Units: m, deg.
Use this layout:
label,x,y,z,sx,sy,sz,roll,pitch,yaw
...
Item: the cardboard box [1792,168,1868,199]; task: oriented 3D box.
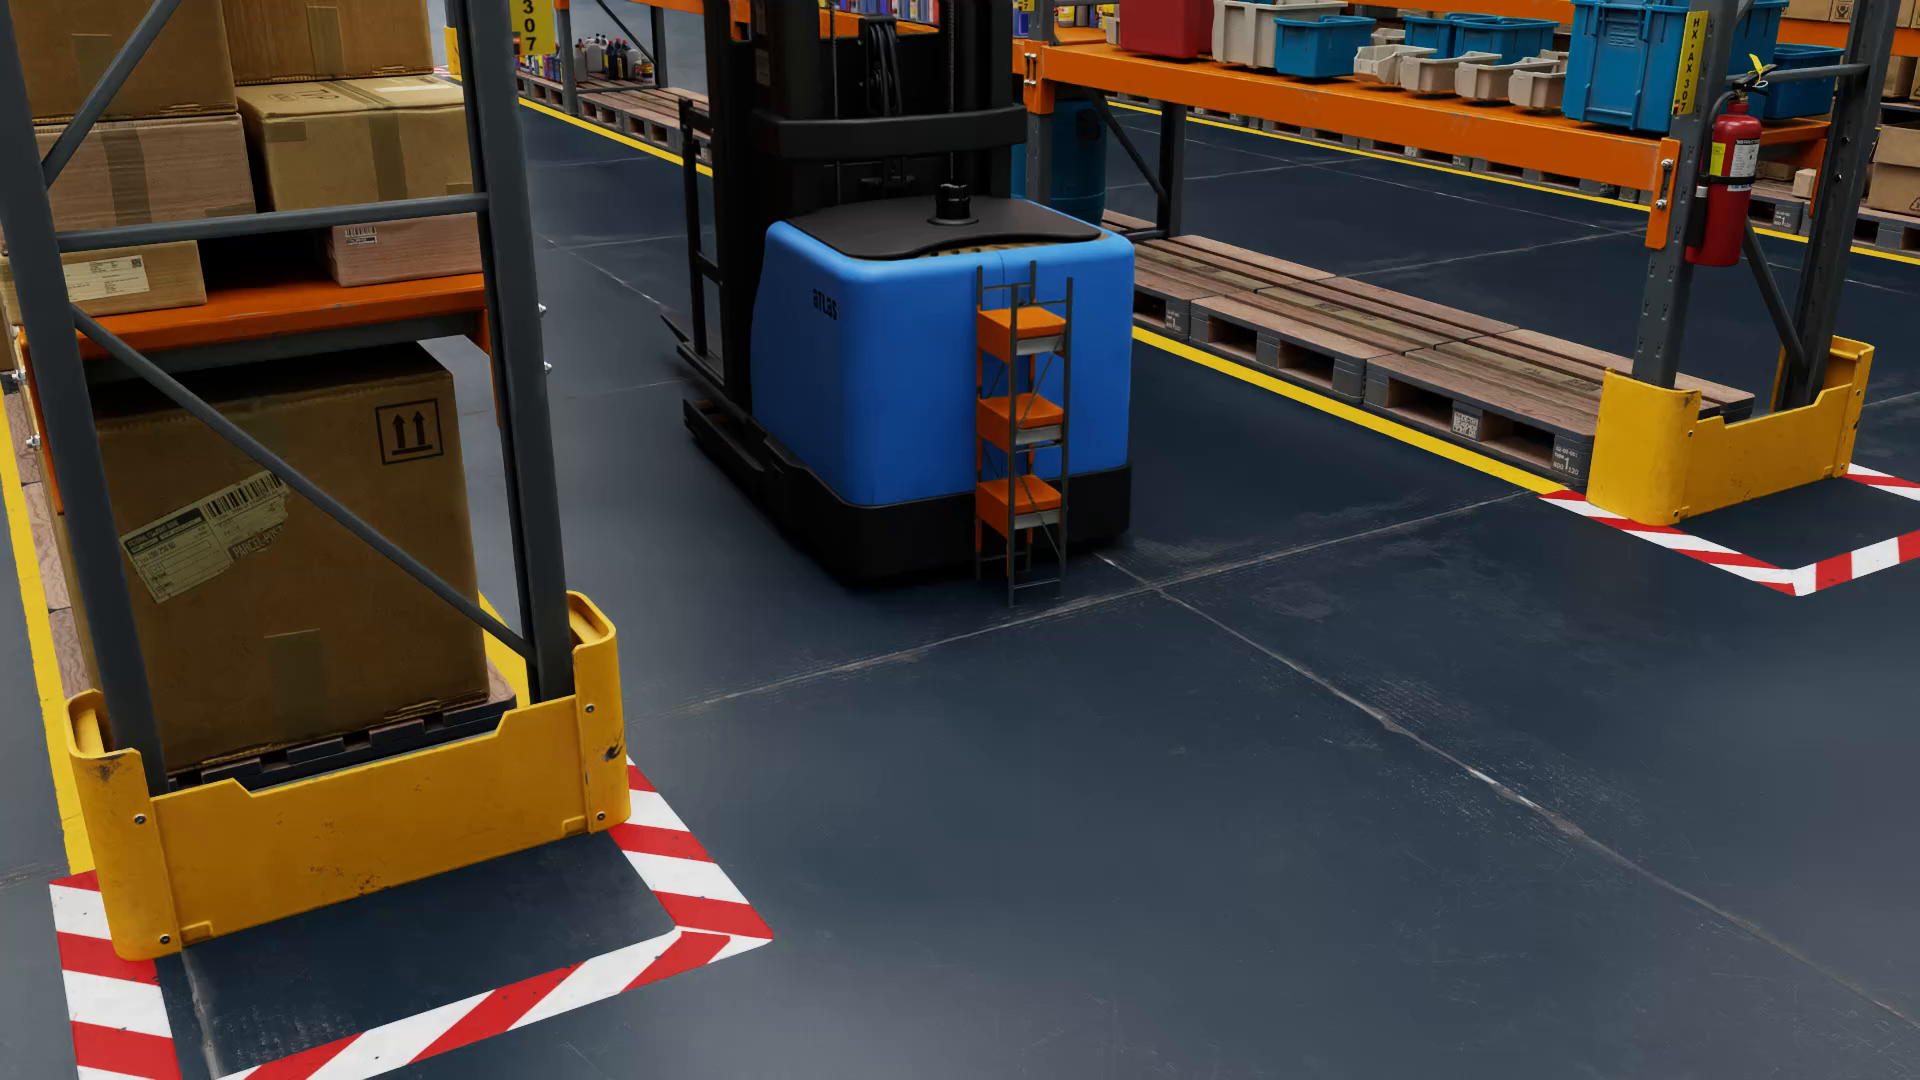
label,x,y,z,sx,sy,sz,roll,pitch,yaw
cardboard box,5.559,-2.283,10.624,0.380,0.166,0.250,-13,25,-28

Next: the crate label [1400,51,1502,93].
label,x,y,z,sx,sy,sz,roll,pitch,yaw
crate label,1.992,-1.918,6.817,0.396,0.136,0.243,-13,25,-28

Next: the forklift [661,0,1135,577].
label,x,y,z,sx,sy,sz,roll,pitch,yaw
forklift,-0.483,-1.760,6.249,1.130,2.935,3.031,-10,24,-22

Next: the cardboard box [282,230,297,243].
label,x,y,z,sx,sy,sz,roll,pitch,yaw
cardboard box,-1.556,-0.876,4.317,0.380,0.149,0.250,-13,26,-29

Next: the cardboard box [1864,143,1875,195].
label,x,y,z,sx,sy,sz,roll,pitch,yaw
cardboard box,5.998,-2.433,10.801,0.500,0.311,0.500,-13,25,-28

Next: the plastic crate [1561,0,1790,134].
label,x,y,z,sx,sy,sz,roll,pitch,yaw
plastic crate,2.531,-1.718,5.928,0.616,0.435,0.499,-13,25,-28

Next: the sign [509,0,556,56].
label,x,y,z,sx,sy,sz,roll,pitch,yaw
sign,-0.915,-1.191,3.504,0.100,0.325,0.005,-13,25,-28

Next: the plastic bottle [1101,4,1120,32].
label,x,y,z,sx,sy,sz,roll,pitch,yaw
plastic bottle,0.898,-3.063,9.428,0.144,0.351,0.185,-13,25,-28

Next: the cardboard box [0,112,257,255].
label,x,y,z,sx,sy,sz,roll,pitch,yaw
cardboard box,-1.871,-0.823,3.656,0.500,0.250,0.500,-13,26,-29

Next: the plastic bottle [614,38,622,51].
label,x,y,z,sx,sy,sz,roll,pitch,yaw
plastic bottle,-3.419,-4.865,16.730,0.144,0.351,0.185,-14,26,-30

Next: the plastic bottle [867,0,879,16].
label,x,y,z,sx,sy,sz,roll,pitch,yaw
plastic bottle,-0.494,-3.464,10.417,0.144,0.351,0.185,-13,25,-28

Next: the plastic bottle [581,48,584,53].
label,x,y,z,sx,sy,sz,roll,pitch,yaw
plastic bottle,-3.917,-5.016,17.301,0.097,0.201,0.097,0,22,0

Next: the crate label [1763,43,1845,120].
label,x,y,z,sx,sy,sz,roll,pitch,yaw
crate label,3.020,-1.695,6.140,0.416,0.233,0.303,-13,25,-28

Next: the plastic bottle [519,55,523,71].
label,x,y,z,sx,sy,sz,roll,pitch,yaw
plastic bottle,-4.477,-4.963,17.077,0.097,0.271,0.097,0,22,0

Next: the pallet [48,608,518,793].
label,x,y,z,sx,sy,sz,roll,pitch,yaw
pallet,-1.871,0.399,4.548,1.003,0.211,1.213,-13,25,-28

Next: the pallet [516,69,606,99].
label,x,y,z,sx,sy,sz,roll,pitch,yaw
pallet,-4.202,-4.815,17.377,1.003,0.211,1.213,-13,25,-28

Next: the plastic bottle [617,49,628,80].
label,x,y,z,sx,sy,sz,roll,pitch,yaw
plastic bottle,-3.333,-4.697,16.408,0.061,0.283,0.133,-13,25,-28

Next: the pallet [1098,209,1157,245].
label,x,y,z,sx,sy,sz,roll,pitch,yaw
pallet,0.461,-1.862,10.112,1.003,0.211,1.213,-13,25,-28

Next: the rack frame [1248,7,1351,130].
label,x,y,z,sx,sy,sz,roll,pitch,yaw
rack frame,3.036,-5.142,14.480,1.000,3.000,0.127,-13,25,-28

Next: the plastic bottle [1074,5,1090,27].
label,x,y,z,sx,sy,sz,roll,pitch,yaw
plastic bottle,0.724,-3.180,9.817,0.152,0.276,0.135,-13,25,-28

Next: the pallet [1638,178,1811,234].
label,x,y,z,sx,sy,sz,roll,pitch,yaw
pallet,5.430,-2.333,11.272,1.003,0.211,1.213,-13,25,-28

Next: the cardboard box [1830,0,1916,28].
label,x,y,z,sx,sy,sz,roll,pitch,yaw
cardboard box,5.624,-3.349,9.935,0.500,0.500,0.500,-13,25,-29

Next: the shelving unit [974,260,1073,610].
label,x,y,z,sx,sy,sz,roll,pitch,yaw
shelving unit,0.194,-0.324,5.215,0.215,1.050,0.252,-10,24,-22

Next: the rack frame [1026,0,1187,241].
label,x,y,z,sx,sy,sz,roll,pitch,yaw
rack frame,0.819,-2.896,8.953,1.000,3.000,0.127,-13,25,-28

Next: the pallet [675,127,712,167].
label,x,y,z,sx,sy,sz,roll,pitch,yaw
pallet,-1.586,-3.157,13.299,1.003,0.211,1.213,-13,25,-28

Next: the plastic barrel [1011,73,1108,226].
label,x,y,z,sx,sy,sz,roll,pitch,yaw
plastic barrel,0.556,-2.298,9.710,0.600,0.901,0.708,-13,25,-28

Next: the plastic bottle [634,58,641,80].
label,x,y,z,sx,sy,sz,roll,pitch,yaw
plastic bottle,-3.157,-4.647,16.392,0.097,0.201,0.097,0,22,0

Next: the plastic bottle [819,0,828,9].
label,x,y,z,sx,sy,sz,roll,pitch,yaw
plastic bottle,-0.897,-3.658,10.983,0.061,0.283,0.133,-13,25,-28

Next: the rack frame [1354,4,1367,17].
label,x,y,z,sx,sy,sz,roll,pitch,yaw
rack frame,5.250,-7.391,20.013,1.000,3.000,0.127,-13,25,-28

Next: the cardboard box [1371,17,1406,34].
label,x,y,z,sx,sy,sz,roll,pitch,yaw
cardboard box,3.748,-4.261,14.050,0.500,0.250,0.500,-12,25,-26

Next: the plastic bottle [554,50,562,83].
label,x,y,z,sx,sy,sz,roll,pitch,yaw
plastic bottle,-3.844,-4.615,16.117,0.144,0.351,0.185,-13,26,-30

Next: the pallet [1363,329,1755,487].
label,x,y,z,sx,sy,sz,roll,pitch,yaw
pallet,2.475,-0.584,6.968,1.003,0.211,1.213,-13,25,-28

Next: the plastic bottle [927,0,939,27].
label,x,y,z,sx,sy,sz,roll,pitch,yaw
plastic bottle,-0.104,-3.186,9.830,0.152,0.276,0.135,-13,25,-28

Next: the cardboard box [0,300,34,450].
label,x,y,z,sx,sy,sz,roll,pitch,yaw
cardboard box,-3.170,-0.925,6.367,0.875,0.875,0.875,-13,25,-28

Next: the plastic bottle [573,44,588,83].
label,x,y,z,sx,sy,sz,roll,pitch,yaw
plastic bottle,-3.720,-4.643,16.185,0.144,0.351,0.185,-13,25,-28

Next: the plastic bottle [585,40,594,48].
label,x,y,z,sx,sy,sz,roll,pitch,yaw
plastic bottle,-3.819,-5.081,17.361,0.152,0.276,0.135,-13,26,-30

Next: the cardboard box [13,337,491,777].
label,x,y,z,sx,sy,sz,roll,pitch,yaw
cardboard box,-1.791,-0.051,4.216,0.875,0.875,0.875,-13,25,-28

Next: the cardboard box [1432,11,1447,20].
label,x,y,z,sx,sy,sz,roll,pitch,yaw
cardboard box,5.947,-6.044,19.434,0.700,0.500,0.500,-13,26,-29

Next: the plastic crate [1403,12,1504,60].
label,x,y,z,sx,sy,sz,roll,pitch,yaw
plastic crate,2.194,-2.218,7.428,0.416,0.233,0.300,-13,25,-28

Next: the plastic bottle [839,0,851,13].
label,x,y,z,sx,sy,sz,roll,pitch,yaw
plastic bottle,-0.730,-3.552,10.721,0.061,0.283,0.133,-13,25,-28

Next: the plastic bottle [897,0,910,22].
label,x,y,z,sx,sy,sz,roll,pitch,yaw
plastic bottle,-0.291,-3.304,10.122,0.152,0.276,0.135,-13,25,-28

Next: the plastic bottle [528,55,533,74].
label,x,y,z,sx,sy,sz,roll,pitch,yaw
plastic bottle,-4.322,-4.865,16.836,0.097,0.271,0.097,0,22,0

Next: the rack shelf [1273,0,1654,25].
label,x,y,z,sx,sy,sz,roll,pitch,yaw
rack shelf,4.058,-4.162,13.022,1.077,0.370,4.000,-13,25,-28

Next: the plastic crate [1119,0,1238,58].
label,x,y,z,sx,sy,sz,roll,pitch,yaw
plastic crate,1.060,-2.616,8.100,0.402,0.464,0.583,-13,25,-28

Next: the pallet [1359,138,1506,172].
label,x,y,z,sx,sy,sz,roll,pitch,yaw
pallet,4.004,-3.207,13.422,1.003,0.211,1.213,-13,25,-28

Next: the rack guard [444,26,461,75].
label,x,y,z,sx,sy,sz,roll,pitch,yaw
rack guard,-5.231,-5.607,18.942,1.175,0.500,0.348,-13,25,-28

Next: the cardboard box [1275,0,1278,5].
label,x,y,z,sx,sy,sz,roll,pitch,yaw
cardboard box,4.106,-7.059,21.931,0.700,0.500,0.500,-14,26,-32

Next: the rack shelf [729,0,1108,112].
label,x,y,z,sx,sy,sz,roll,pitch,yaw
rack shelf,-0.202,-3.210,10.681,1.077,0.370,4.000,-13,25,-28

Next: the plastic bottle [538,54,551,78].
label,x,y,z,sx,sy,sz,roll,pitch,yaw
plastic bottle,-4.107,-4.782,16.527,0.144,0.351,0.185,-13,25,-29

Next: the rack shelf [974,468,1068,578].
label,x,y,z,sx,sy,sz,roll,pitch,yaw
rack shelf,0.194,-0.057,5.323,0.215,0.259,0.240,-10,24,-22

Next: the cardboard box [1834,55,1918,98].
label,x,y,z,sx,sy,sz,roll,pitch,yaw
cardboard box,8.436,-4.473,15.130,0.750,0.750,0.750,-12,25,-27

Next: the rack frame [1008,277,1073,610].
label,x,y,z,sx,sy,sz,roll,pitch,yaw
rack frame,0.244,-0.282,5.112,0.200,1.050,0.008,-10,24,-22

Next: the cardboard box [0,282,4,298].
label,x,y,z,sx,sy,sz,roll,pitch,yaw
cardboard box,-1.995,-0.668,3.805,0.380,0.149,0.250,-12,25,-28

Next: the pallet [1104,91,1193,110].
label,x,y,z,sx,sy,sz,roll,pitch,yaw
pallet,2.030,-4.519,16.649,1.003,0.211,1.213,-13,25,-28
